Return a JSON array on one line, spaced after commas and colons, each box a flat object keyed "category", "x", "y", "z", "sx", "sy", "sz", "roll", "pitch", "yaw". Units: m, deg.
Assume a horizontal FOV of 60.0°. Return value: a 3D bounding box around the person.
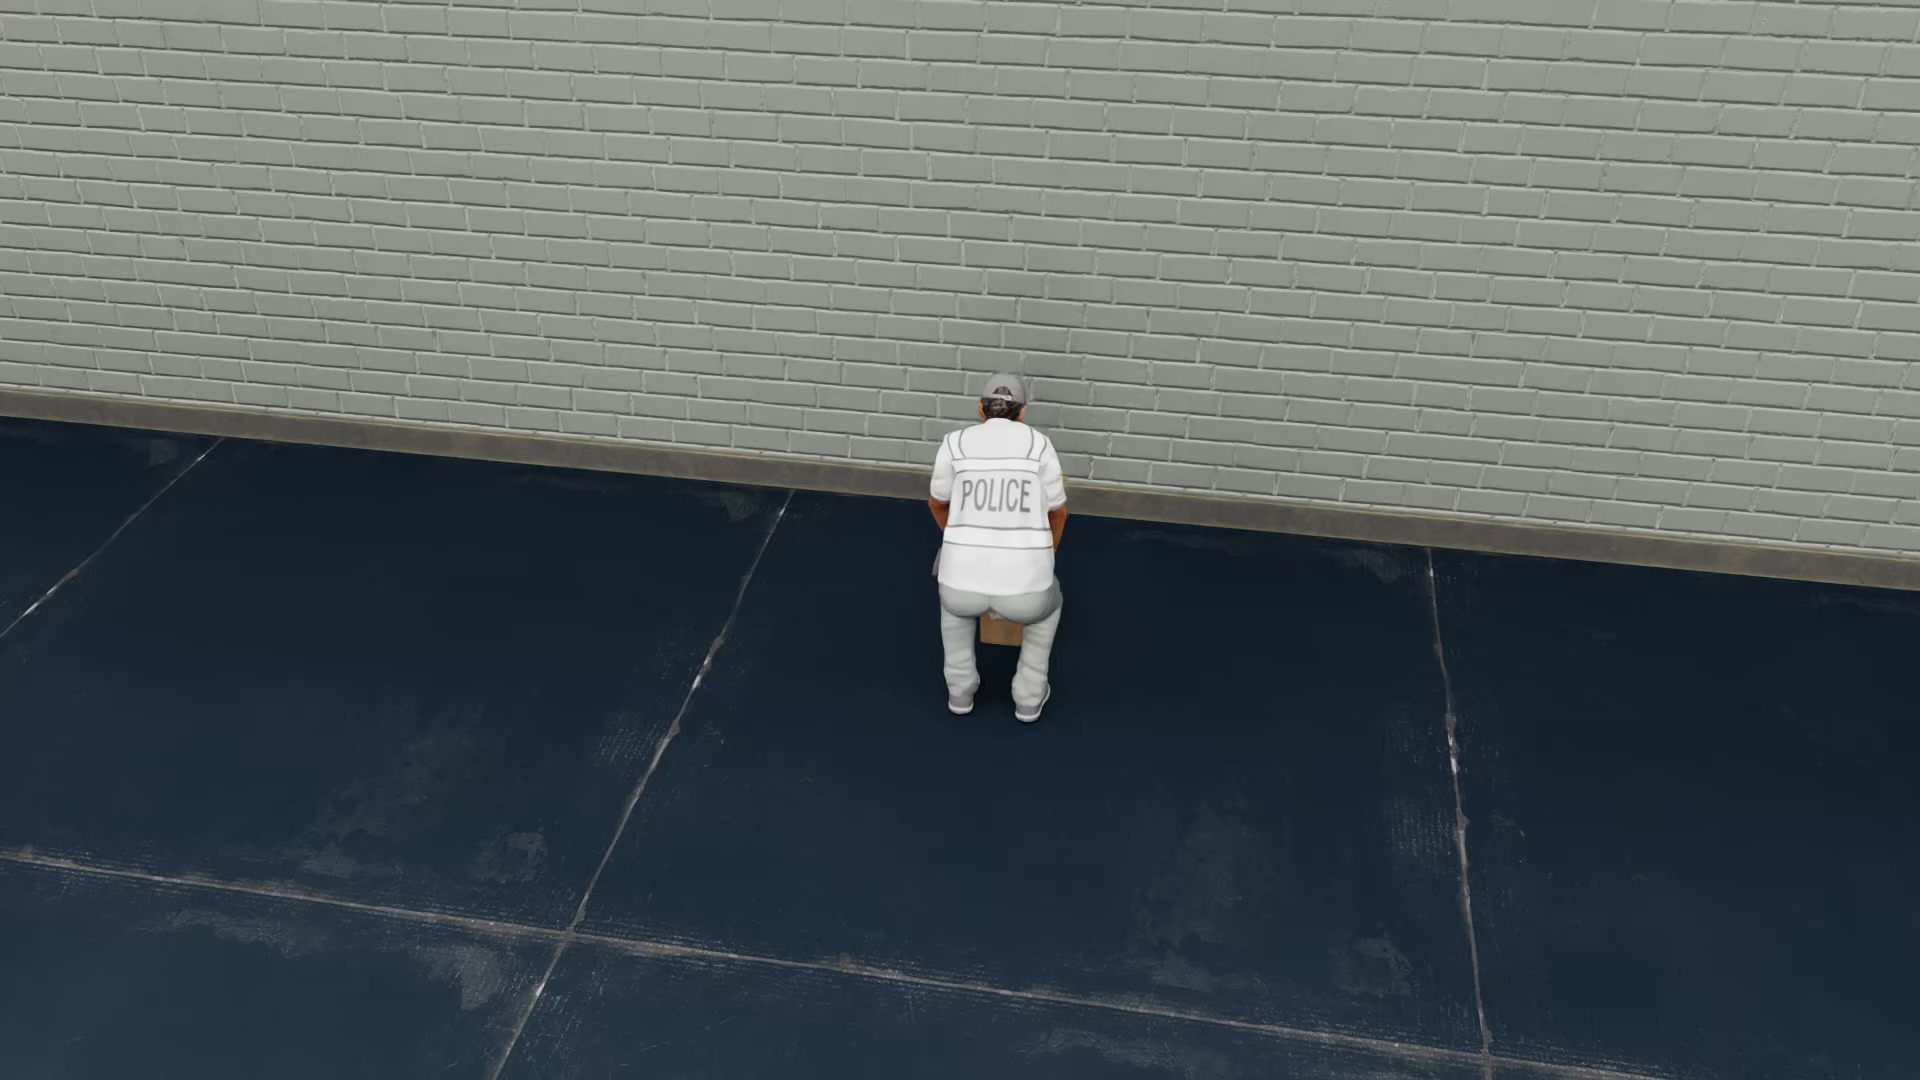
[{"category": "person", "x": 0.127, "y": 0.061, "z": 6.393, "sx": 0.536, "sy": 1.294, "sz": 0.774, "roll": 5, "pitch": 33, "yaw": 8}]
